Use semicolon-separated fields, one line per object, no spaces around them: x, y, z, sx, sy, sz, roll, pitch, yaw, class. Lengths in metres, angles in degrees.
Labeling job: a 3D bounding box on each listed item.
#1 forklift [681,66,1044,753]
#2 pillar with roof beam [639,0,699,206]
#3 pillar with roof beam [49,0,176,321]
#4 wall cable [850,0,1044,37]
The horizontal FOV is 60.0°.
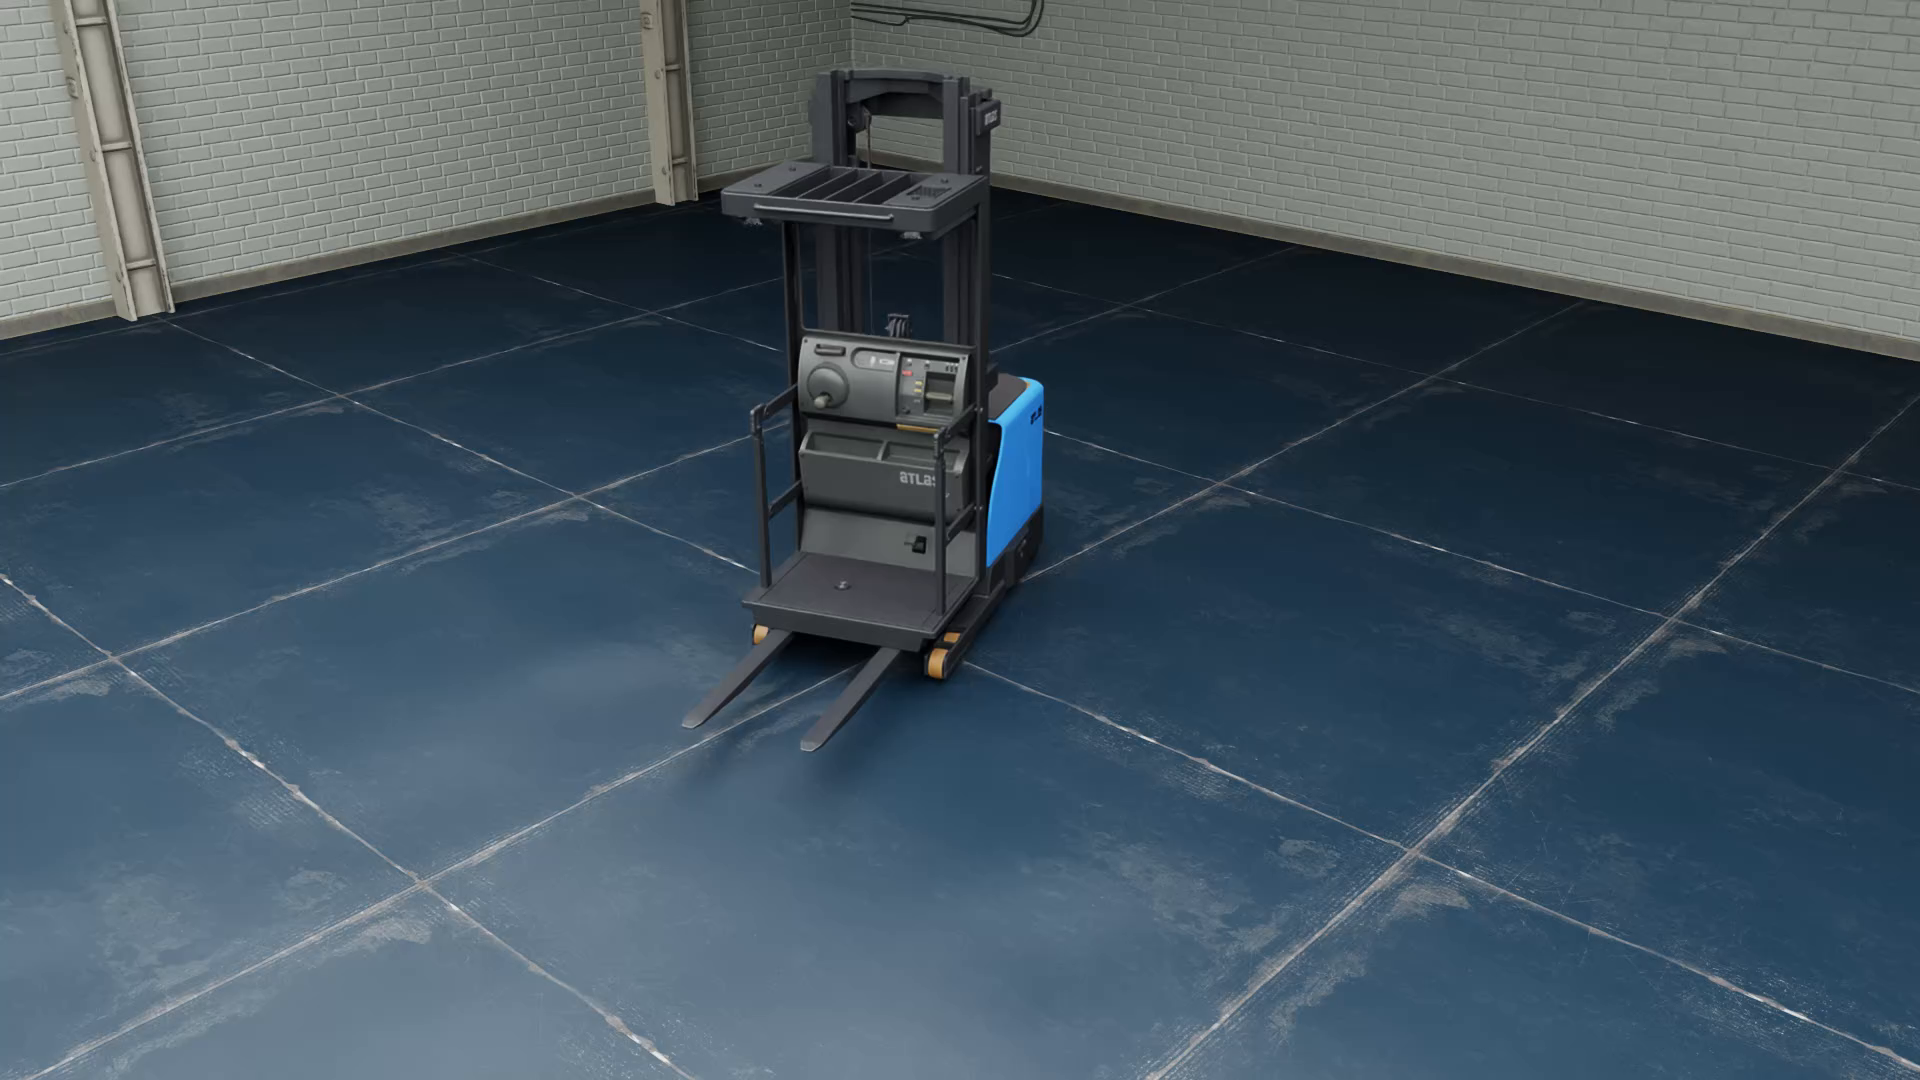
-0.475;-0.800;8.451;1.130;2.935;3.031;8;25;18;forklift
0.000;-6.768;14.345;9.100;9.000;0.400;20;31;38;pillar with roof beam
-4.004;-4.940;10.268;9.100;9.000;0.400;20;31;38;pillar with roof beam
-0.255;-7.063;18.798;3.097;2.526;0.112;20;31;38;wall cable
